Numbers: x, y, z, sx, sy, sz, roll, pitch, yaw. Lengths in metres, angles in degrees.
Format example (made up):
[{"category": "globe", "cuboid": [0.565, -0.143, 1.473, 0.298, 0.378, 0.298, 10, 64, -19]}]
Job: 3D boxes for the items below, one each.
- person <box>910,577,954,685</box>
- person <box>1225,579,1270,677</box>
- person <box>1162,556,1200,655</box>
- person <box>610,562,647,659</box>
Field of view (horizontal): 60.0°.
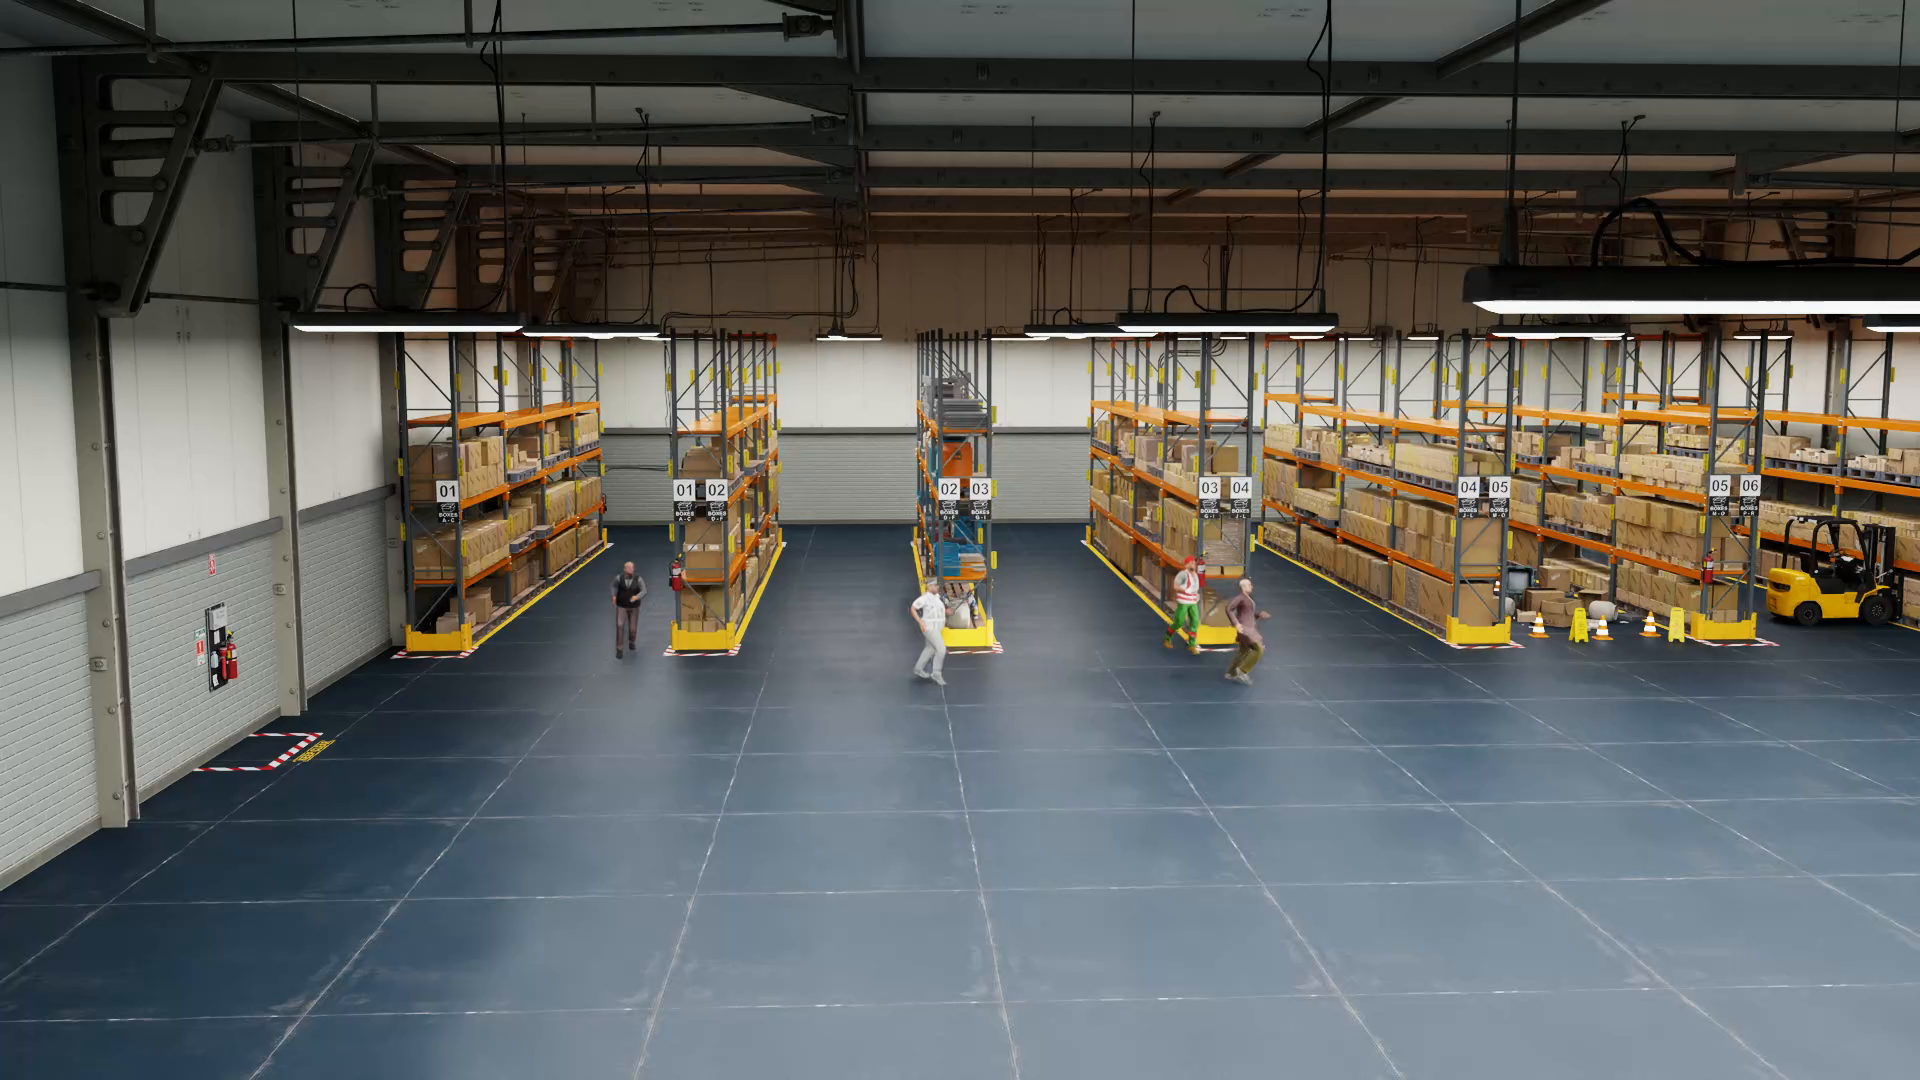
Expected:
[{"category": "person", "cuboid": [-0.465, 1.539, 28.173, 0.782, 1.853, 0.635, 3, 7, 20]}, {"category": "person", "cuboid": [4.842, 1.498, 27.988, 0.741, 1.676, 0.675, 2, 7, 20]}, {"category": "person", "cuboid": [4.212, 1.183, 30.901, 0.674, 1.792, 0.913, -5, 8, -37]}, {"category": "person", "cuboid": [-6.107, 1.266, 30.650, 0.671, 1.718, 0.922, -1, 7, -10]}]
